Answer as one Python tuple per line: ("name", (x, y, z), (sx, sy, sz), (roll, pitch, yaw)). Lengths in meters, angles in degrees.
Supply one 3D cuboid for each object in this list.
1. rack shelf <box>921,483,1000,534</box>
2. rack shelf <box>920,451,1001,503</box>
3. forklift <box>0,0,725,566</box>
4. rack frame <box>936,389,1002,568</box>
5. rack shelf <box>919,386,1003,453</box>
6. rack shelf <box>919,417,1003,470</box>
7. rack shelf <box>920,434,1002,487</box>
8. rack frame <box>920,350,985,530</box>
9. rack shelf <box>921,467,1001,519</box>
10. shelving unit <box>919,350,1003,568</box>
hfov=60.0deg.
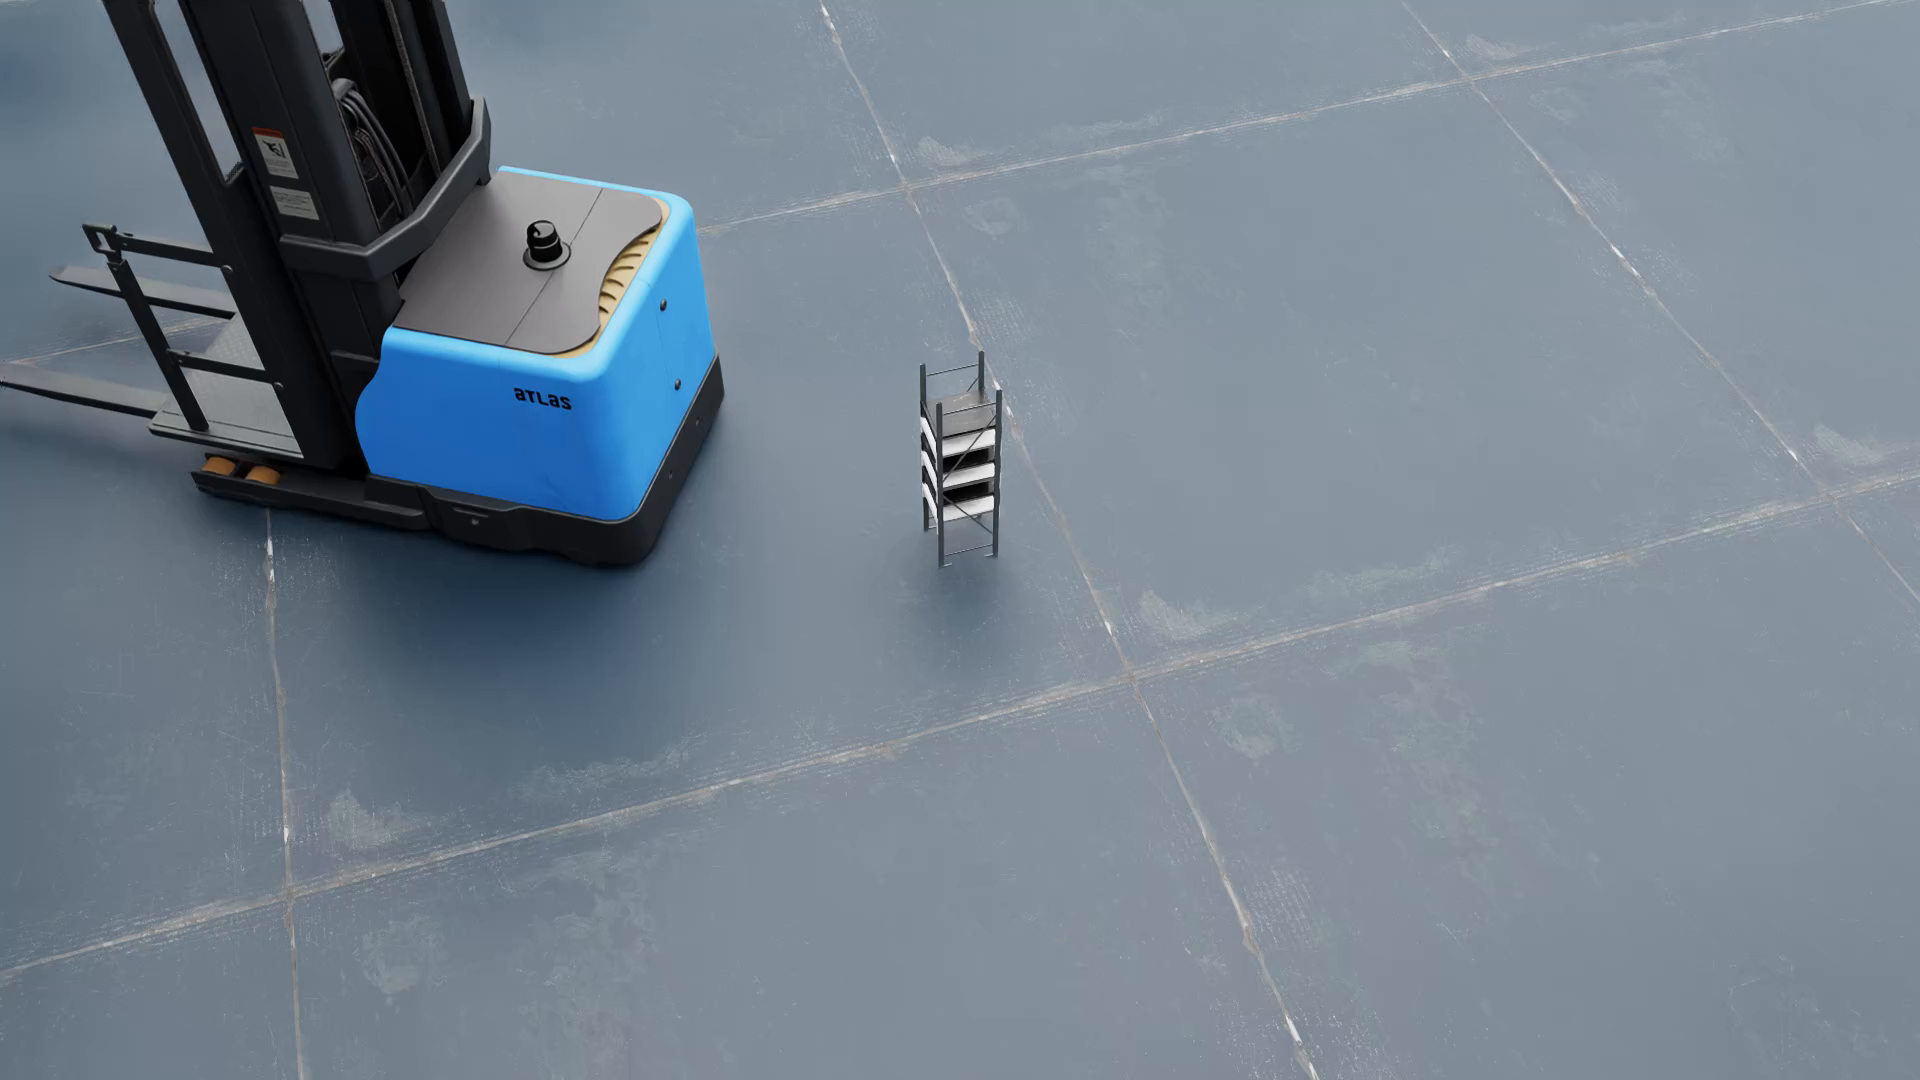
("rack shelf", (0.002, -0.147, 6.354), (0.258, 0.077, 0.200), (-13, 51, -11))
("rack shelf", (0.002, -0.263, 6.216), (0.258, 0.077, 0.200), (-13, 51, -11))
("forklift", (-2.560, -1.461, 5.854), (3.031, 2.935, 1.130), (11, 51, 9))
("rack frame", (0.032, -0.210, 6.128), (0.240, 0.900, 0.006), (-13, 51, -11))
("rack shelf", (0.002, -0.437, 6.010), (0.258, 0.077, 0.200), (-13, 51, -11))
("rack shelf", (0.002, -0.379, 6.078), (0.258, 0.077, 0.200), (-13, 51, -11))
("rack shelf", (0.002, -0.321, 6.147), (0.258, 0.077, 0.200), (-13, 51, -11))
("rack frame", (-0.028, -0.358, 6.253), (0.240, 0.900, 0.006), (-13, 51, -11))
("rack shelf", (0.002, -0.205, 6.285), (0.258, 0.077, 0.200), (-13, 51, -11))
("shelving unit", (0.002, -0.284, 6.191), (0.258, 0.900, 0.210), (-13, 51, -11))
